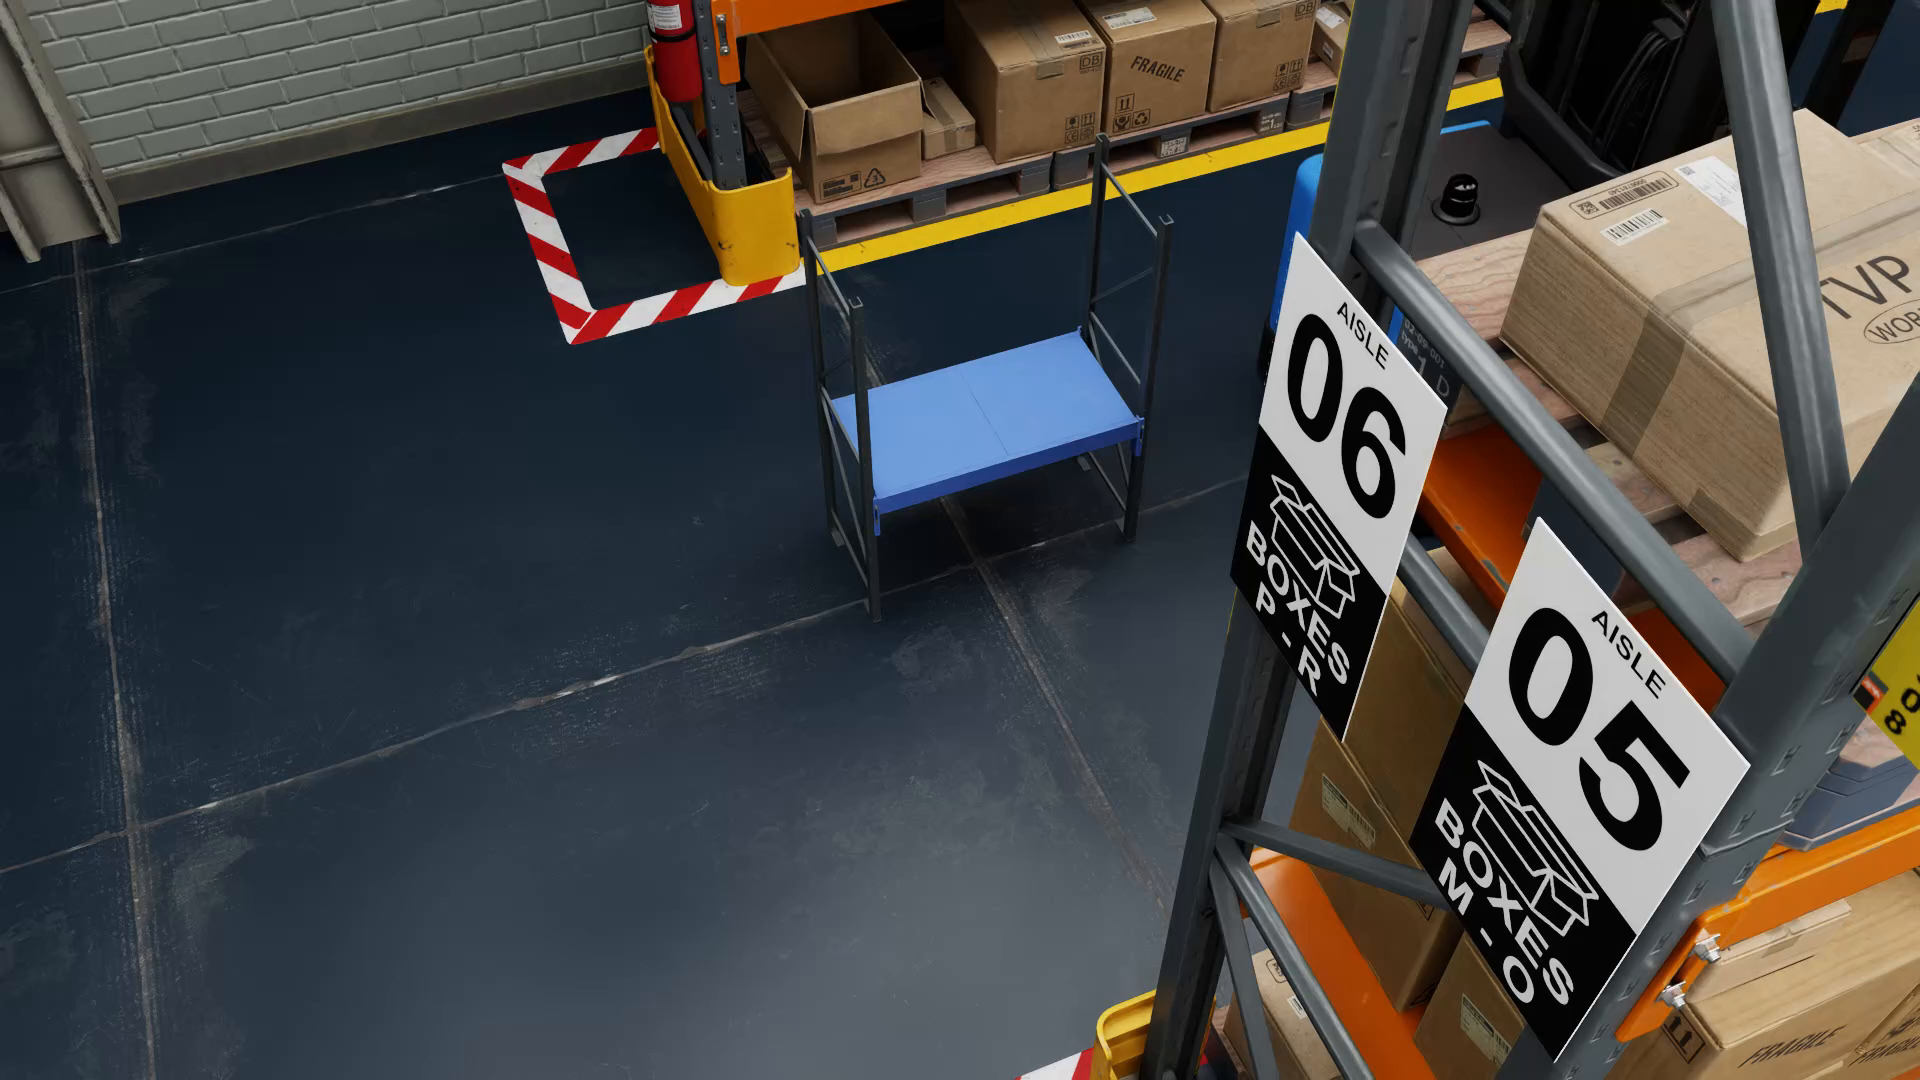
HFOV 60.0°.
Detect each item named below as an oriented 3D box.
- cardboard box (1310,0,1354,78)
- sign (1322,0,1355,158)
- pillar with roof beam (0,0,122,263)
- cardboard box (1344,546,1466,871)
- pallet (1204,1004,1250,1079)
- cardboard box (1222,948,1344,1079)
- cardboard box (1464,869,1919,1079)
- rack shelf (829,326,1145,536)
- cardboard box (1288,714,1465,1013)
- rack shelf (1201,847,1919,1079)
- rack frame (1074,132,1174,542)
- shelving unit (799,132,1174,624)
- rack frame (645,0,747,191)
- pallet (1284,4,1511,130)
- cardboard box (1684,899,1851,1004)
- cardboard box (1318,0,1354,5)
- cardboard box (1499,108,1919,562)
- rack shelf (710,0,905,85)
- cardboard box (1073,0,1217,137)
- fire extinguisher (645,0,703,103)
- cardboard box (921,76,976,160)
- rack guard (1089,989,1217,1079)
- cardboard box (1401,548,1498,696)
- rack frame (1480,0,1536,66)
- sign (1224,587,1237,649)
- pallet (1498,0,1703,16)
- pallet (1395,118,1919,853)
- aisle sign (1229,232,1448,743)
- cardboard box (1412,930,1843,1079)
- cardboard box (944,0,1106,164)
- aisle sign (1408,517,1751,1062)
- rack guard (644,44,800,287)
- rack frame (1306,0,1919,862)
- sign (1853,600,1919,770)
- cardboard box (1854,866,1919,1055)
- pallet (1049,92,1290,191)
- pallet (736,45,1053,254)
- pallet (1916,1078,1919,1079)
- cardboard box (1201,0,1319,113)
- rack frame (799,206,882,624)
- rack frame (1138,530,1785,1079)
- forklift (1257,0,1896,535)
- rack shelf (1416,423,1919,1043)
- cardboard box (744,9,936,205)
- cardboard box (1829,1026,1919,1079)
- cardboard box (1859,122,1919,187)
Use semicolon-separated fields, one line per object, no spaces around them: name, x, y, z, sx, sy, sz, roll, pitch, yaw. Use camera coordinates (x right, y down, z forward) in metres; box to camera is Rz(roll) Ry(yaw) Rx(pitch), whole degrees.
cardboard box;1.837;-2.421;7.877;0.258;0.266;0.396;-16;51;-13
sign;0.557;-0.636;2.310;0.005;0.325;0.100;-17;52;-14
pillar with roof beam;-2.340;-1.286;1.423;0.400;9.000;9.100;-17;52;-14
cardboard box;1.106;0.325;3.268;0.500;0.500;0.500;-16;51;-13
pallet;1.460;1.613;4.725;1.213;0.211;1.003;-17;52;-14
cardboard box;1.323;1.428;4.459;0.875;0.438;0.875;-19;52;-15
cardboard box;1.302;0.693;2.952;0.500;0.500;0.500;-18;52;-15
rack shelf;0.079;-0.396;5.838;1.000;0.185;0.538;-17;52;-14
cardboard box;1.096;0.632;3.664;0.500;0.500;0.500;-17;51;-14
rack shelf;2.601;0.650;4.189;4.000;0.370;1.077;-17;52;-14
rack frame;0.550;-0.659;5.827;0.032;1.500;0.500;-17;52;-14
shelving unit;0.079;-0.513;5.702;1.048;1.500;0.538;-17;52;-14
rack frame;-1.131;-2.496;6.416;0.127;3.000;1.000;-17;52;-14
pallet;1.936;-2.538;8.291;1.213;0.211;1.003;-17;52;-14
cardboard box;1.183;0.512;2.680;0.250;0.149;0.380;-16;51;-13
cardboard box;1.872;-2.880;8.242;0.500;0.311;0.500;-16;51;-13
cardboard box;1.132;-0.301;2.310;0.500;0.250;0.500;-22;53;-18
rack shelf;0.721;-2.835;7.182;4.000;0.370;1.077;-17;52;-14
cardboard box;0.805;-2.226;7.556;0.500;0.500;0.500;-16;51;-14
fire extinguisher;-1.092;-1.982;6.272;0.183;0.674;0.296;-17;52;-14
cardboard box;-0.120;-1.907;7.513;0.250;0.149;0.380;-19;52;-16
rack guard;0.727;1.810;4.366;0.348;0.500;1.175;-17;52;-14
cardboard box;1.006;0.176;2.969;0.250;0.149;0.380;-17;51;-14
rack frame;2.572;-3.643;7.402;0.127;3.000;1.000;-17;52;-14
sign;0.557;0.150;3.225;0.005;0.325;0.100;-17;52;-14
pallet;3.311;-2.995;8.683;1.213;0.211;1.003;-17;52;-14
pallet;1.433;-0.179;2.508;1.213;0.211;1.003;-17;52;-14
aisle sign;0.566;-0.055;2.606;0.004;0.787;0.394;-17;52;-14
cardboard box;1.303;1.021;3.330;0.500;0.500;0.500;-18;52;-15
cardboard box;0.278;-2.145;7.486;0.500;0.500;0.700;-15;51;-13
aisle sign;0.793;0.367;2.244;0.004;0.787;0.394;-17;52;-14
rack guard;-1.060;-1.703;7.383;0.348;0.500;1.175;-17;52;-14
rack frame;0.750;-0.965;1.147;0.127;3.000;1.000;-17;52;-14
sign;0.954;0.093;1.587;0.005;0.325;0.100;-17;52;-14
cardboard box;1.777;0.540;3.084;0.500;0.500;0.500;-18;52;-15
pallet;0.805;-2.185;7.988;1.213;0.211;1.003;-17;52;-14
pallet;-0.322;-1.838;7.690;1.213;0.211;1.003;-17;52;-14
pallet;2.588;1.266;5.023;1.213;0.211;1.003;-17;52;-14
cardboard box;1.239;-2.443;7.741;0.500;0.500;0.700;-19;52;-16
rack frame;-0.392;-0.367;5.577;0.032;1.500;0.500;-17;52;-14
rack frame;0.750;0.989;3.423;0.127;3.000;1.000;-17;52;-14
forklift;2.783;-1.640;5.727;3.031;2.935;1.130;-14;51;-12
rack shelf;2.601;-0.327;3.051;4.000;0.370;1.077;-17;52;-14
cardboard box;-0.528;-1.928;7.297;0.637;0.503;0.797;-19;52;-16
cardboard box;1.760;0.856;3.472;0.500;0.500;0.500;-18;52;-15
cardboard box;1.490;-0.444;2.500;0.250;0.149;0.380;-21;52;-17
